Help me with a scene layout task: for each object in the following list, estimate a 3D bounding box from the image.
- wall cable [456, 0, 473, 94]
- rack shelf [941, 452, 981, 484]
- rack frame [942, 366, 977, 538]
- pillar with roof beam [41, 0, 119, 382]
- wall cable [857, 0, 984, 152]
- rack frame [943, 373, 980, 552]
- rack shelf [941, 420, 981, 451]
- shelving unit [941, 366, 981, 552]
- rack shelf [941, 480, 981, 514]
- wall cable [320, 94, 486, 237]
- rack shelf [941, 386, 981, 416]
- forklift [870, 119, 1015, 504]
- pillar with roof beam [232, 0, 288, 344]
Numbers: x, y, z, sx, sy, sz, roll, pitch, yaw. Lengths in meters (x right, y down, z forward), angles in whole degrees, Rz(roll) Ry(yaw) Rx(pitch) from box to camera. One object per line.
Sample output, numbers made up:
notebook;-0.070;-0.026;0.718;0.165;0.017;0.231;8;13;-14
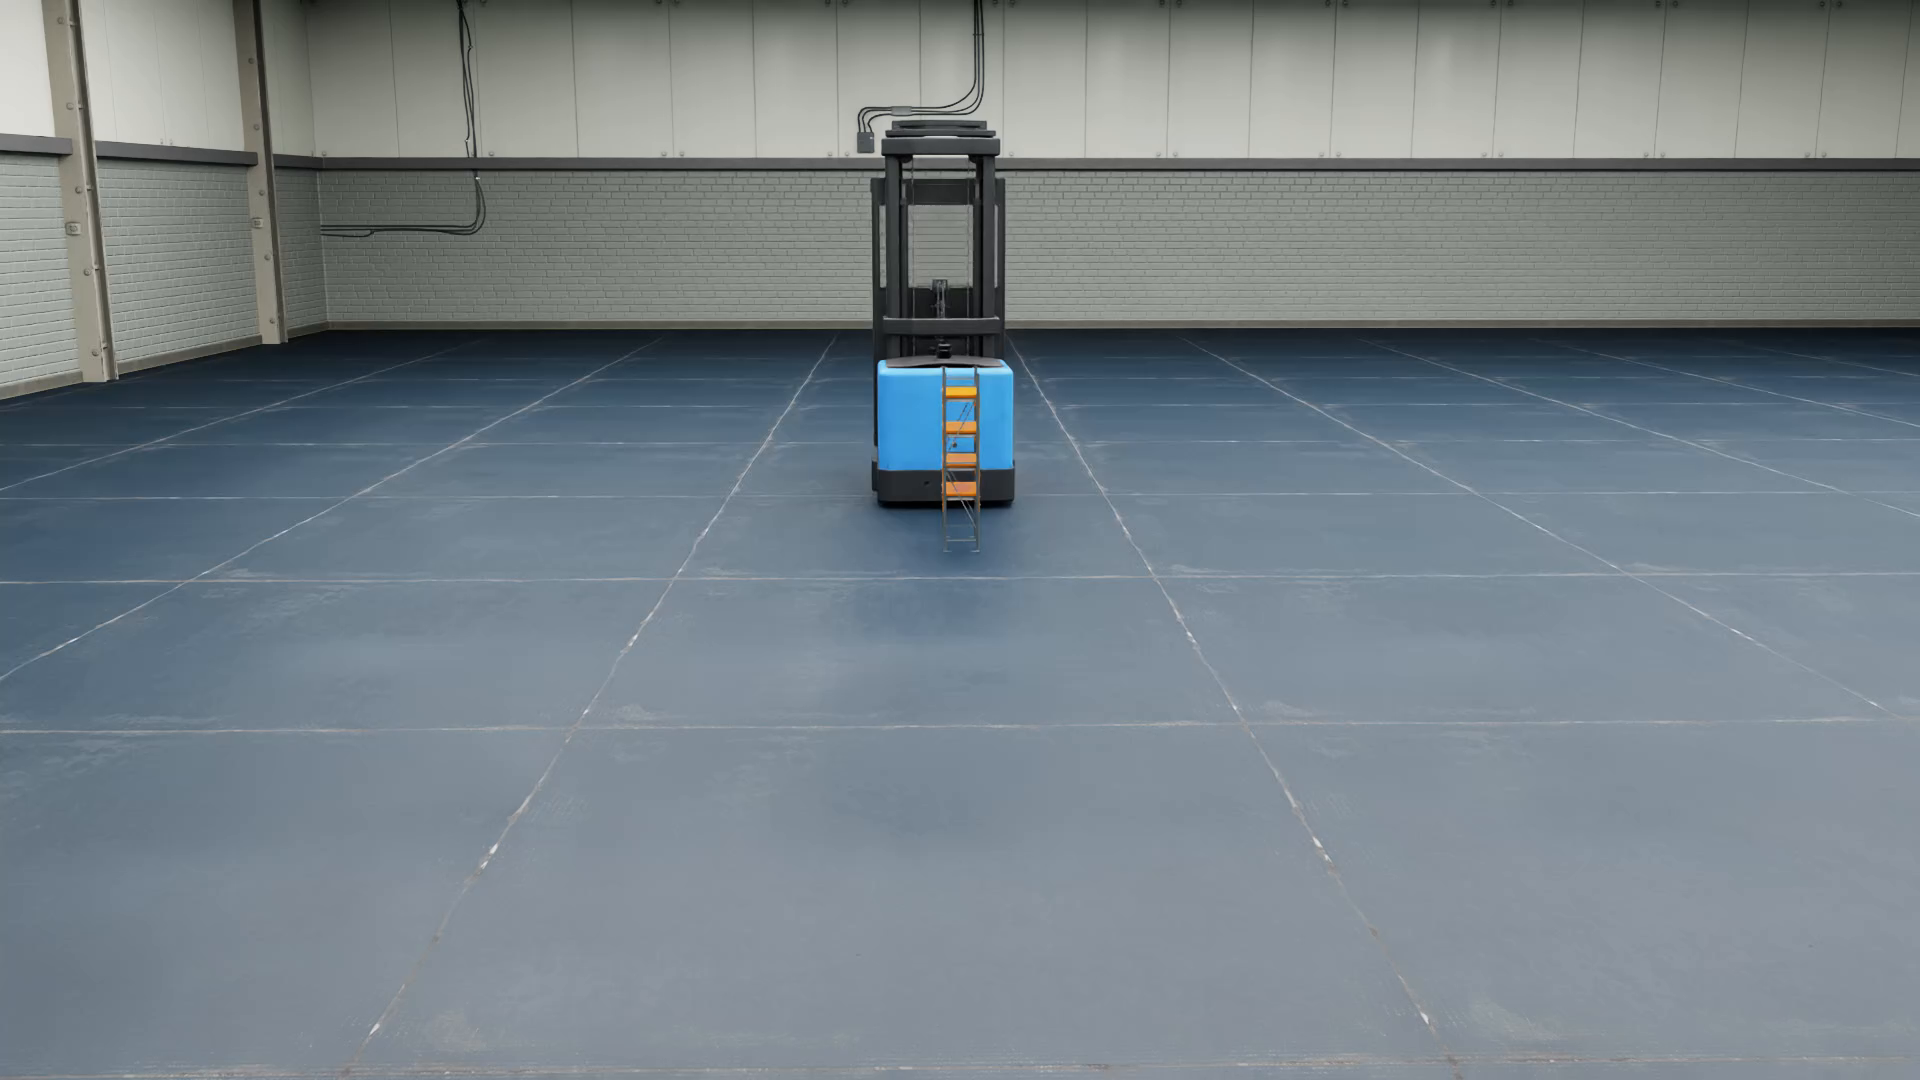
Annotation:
wall cable;-7.498;-9.261;29.683;3.097;2.526;0.112;0;11;-1
rack shelf;0.003;-0.489;11.291;0.258;0.148;0.480;0;11;-1
rack frame;-0.002;-0.604;11.517;0.240;1.200;0.015;0;11;-1
pillar with roof beam;-7.036;-6.531;21.117;9.100;9.000;0.400;0;11;-1
wall cable;-0.711;-9.999;29.660;2.305;6.003;0.169;0;11;-1
rack frame;0.008;-0.507;11.039;0.240;1.200;0.015;0;11;-1
rack shelf;0.003;-0.708;11.247;0.258;0.148;0.480;0;11;-1
shelving unit;0.003;-0.555;11.278;0.258;1.200;0.503;0;11;-1
rack shelf;0.003;-0.295;11.330;0.258;0.148;0.480;0;11;-1
wall cable;-10.203;-6.775;30.131;3.097;2.526;0.112;0;11;-1
rack shelf;0.003;-0.940;11.199;0.258;0.148;0.480;0;11;-1
forklift;-0.189;-1.963;13.864;1.130;2.935;3.031;-1;11;-3
pillar with roof beam;-7.160;-7.723;26.996;9.100;9.000;0.400;0;11;-1
